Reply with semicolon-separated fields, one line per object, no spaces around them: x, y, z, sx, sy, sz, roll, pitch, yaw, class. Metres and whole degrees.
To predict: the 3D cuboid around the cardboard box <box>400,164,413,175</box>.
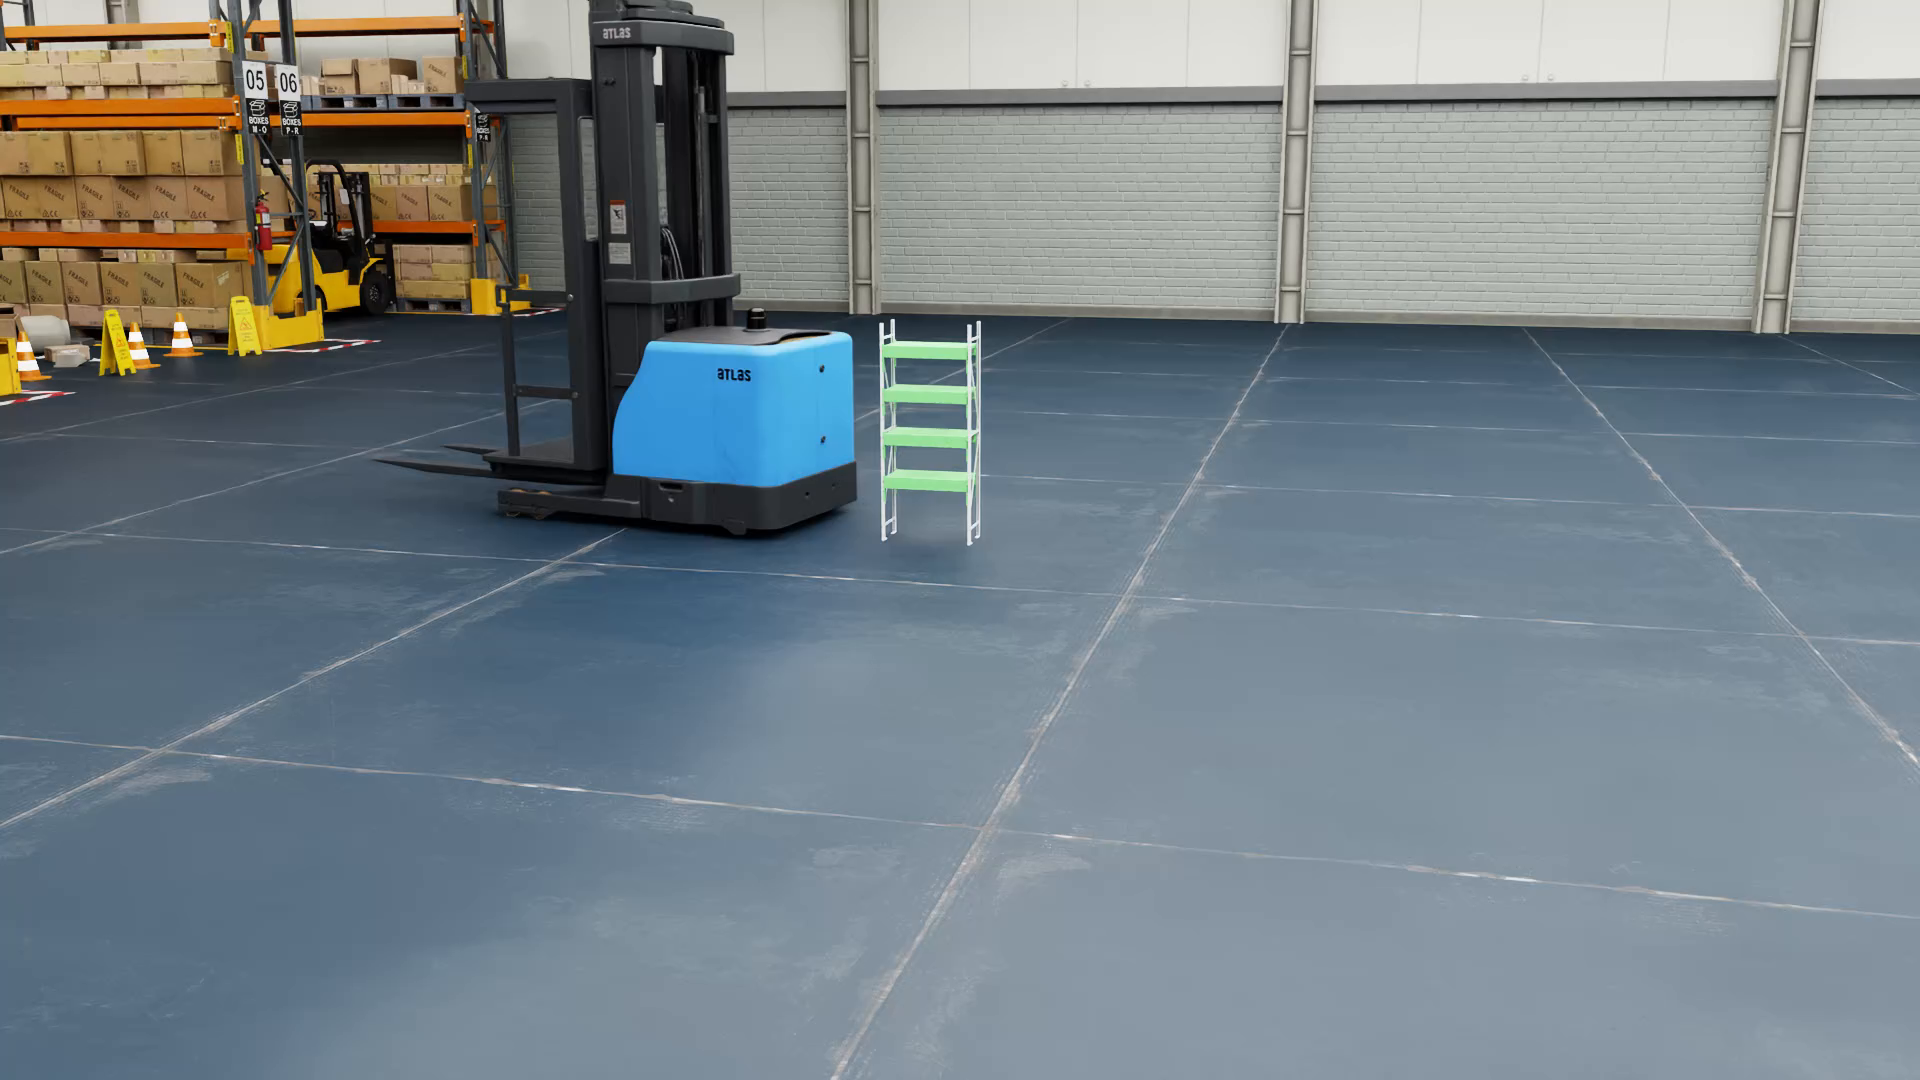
-7.855;-5.341;23.966;0.250;0.149;0.380;3;13;14;cardboard box

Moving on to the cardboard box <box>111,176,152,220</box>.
-9.474;-3.987;19.362;0.500;0.500;0.500;3;13;13;cardboard box

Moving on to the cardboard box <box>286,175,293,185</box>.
-9.630;-5.265;24.312;0.250;0.149;0.380;3;13;15;cardboard box

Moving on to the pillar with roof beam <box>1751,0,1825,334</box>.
9.258;-6.128;16.079;0.400;9.000;9.100;3;13;14;pillar with roof beam

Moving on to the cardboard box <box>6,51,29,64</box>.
-10.805;-5.581;19.276;0.250;0.149;0.380;3;13;13;cardboard box

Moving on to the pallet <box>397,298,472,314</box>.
-7.478;-3.483;24.444;1.213;0.211;1.003;3;13;14;pallet

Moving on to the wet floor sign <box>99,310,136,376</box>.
-8.497;-1.989;16.707;0.232;0.644;0.267;1;13;4;wet floor sign

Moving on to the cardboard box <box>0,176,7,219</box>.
-11.435;-4.089;19.823;0.500;0.500;0.500;3;13;13;cardboard box

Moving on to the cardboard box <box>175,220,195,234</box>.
-8.842;-3.629;19.244;0.250;0.149;0.380;3;13;13;cardboard box

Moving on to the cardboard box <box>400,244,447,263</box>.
-7.745;-4.148;24.073;0.500;0.250;0.500;3;13;15;cardboard box

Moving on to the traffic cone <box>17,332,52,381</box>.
-9.175;-1.811;16.327;0.334;0.463;0.336;3;13;14;traffic cone

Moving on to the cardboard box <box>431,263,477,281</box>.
-7.273;-3.879;24.019;0.500;0.250;0.500;3;13;13;cardboard box

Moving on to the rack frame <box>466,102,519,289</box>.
-6.726;-4.813;24.003;0.127;3.000;1.000;3;13;14;rack frame

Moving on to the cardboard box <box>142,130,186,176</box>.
-8.949;-4.460;19.184;0.500;0.500;0.700;3;13;14;cardboard box

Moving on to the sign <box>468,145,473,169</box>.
-6.869;-5.381;23.341;0.005;0.325;0.100;3;13;14;sign

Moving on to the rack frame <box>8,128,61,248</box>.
-14.493;-5.228;25.874;0.127;3.000;1.000;3;13;14;rack frame

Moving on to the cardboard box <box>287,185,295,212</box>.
-9.731;-4.968;24.470;0.500;0.500;0.500;3;13;15;cardboard box

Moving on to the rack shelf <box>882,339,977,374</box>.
-0.161;-1.001;9.052;0.480;0.148;0.258;3;13;14;rack shelf

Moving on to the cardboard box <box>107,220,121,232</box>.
-9.805;-3.704;19.585;0.250;0.149;0.380;3;13;14;cardboard box

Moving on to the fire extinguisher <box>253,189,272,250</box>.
-7.911;-3.629;18.842;0.183;0.674;0.296;3;13;14;fire extinguisher

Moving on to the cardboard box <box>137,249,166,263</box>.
-9.368;-3.320;19.422;0.250;0.149;0.380;3;13;14;cardboard box

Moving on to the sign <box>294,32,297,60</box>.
-7.782;-5.774;19.392;0.005;0.325;0.100;3;13;14;sign

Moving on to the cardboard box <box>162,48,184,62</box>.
-8.804;-5.487;18.851;0.250;0.149;0.380;3;13;13;cardboard box

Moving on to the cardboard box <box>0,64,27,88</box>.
-10.930;-5.408;19.418;0.500;0.250;0.500;3;13;13;cardboard box

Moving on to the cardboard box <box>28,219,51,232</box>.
-10.811;-3.741;19.748;0.250;0.149;0.380;3;13;15;cardboard box

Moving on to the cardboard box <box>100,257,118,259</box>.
-10.662;-3.205;20.403;0.500;0.500;0.500;3;13;15;cardboard box

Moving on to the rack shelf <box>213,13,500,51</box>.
-8.668;-7.299;23.942;4.000;0.370;1.077;3;13;14;rack shelf

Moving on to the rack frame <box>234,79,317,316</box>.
-7.911;-3.769;19.297;0.127;3.000;1.000;3;13;14;rack frame

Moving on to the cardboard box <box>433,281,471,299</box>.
-7.258;-3.634;24.066;0.500;0.250;0.500;3;13;14;cardboard box

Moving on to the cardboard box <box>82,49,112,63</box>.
-9.807;-5.528;19.039;0.250;0.149;0.380;3;13;15;cardboard box

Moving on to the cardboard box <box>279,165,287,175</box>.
-9.846;-5.447;24.443;0.250;0.149;0.380;3;13;12;cardboard box

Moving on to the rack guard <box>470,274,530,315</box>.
-6.702;-3.592;24.268;0.348;0.500;1.175;3;13;14;rack guard

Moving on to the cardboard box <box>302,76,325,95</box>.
-9.241;-6.533;23.937;0.258;0.266;0.396;3;13;12;cardboard box

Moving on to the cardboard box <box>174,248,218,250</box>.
-11.870;-4.133;25.450;0.625;0.625;0.875;3;13;13;cardboard box

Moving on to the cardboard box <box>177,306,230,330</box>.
-8.784;-2.618;19.489;0.500;0.250;0.500;3;13;13;cardboard box

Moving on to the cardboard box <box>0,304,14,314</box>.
-11.081;-2.416;18.963;0.500;0.500;0.500;-9;15;-35;cardboard box

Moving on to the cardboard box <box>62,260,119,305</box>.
-10.261;-3.066;19.773;0.500;0.500;0.500;4;13;16;cardboard box

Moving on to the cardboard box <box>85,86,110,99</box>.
-9.827;-5.141;19.135;0.250;0.149;0.380;3;13;13;cardboard box

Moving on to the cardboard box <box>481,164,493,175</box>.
-7.001;-5.386;24.171;0.250;0.149;0.380;3;13;12;cardboard box

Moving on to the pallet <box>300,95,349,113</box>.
-9.775;-6.403;24.448;1.213;0.211;1.003;3;13;14;pallet

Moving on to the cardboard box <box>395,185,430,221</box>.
-7.768;-4.861;23.988;0.500;0.500;0.500;3;13;15;cardboard box

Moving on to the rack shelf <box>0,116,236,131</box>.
-12.551;-6.238;25.159;4.000;0.370;1.077;3;13;14;rack shelf

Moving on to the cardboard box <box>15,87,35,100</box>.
-10.810;-5.214;19.466;0.250;0.149;0.380;3;13;15;cardboard box

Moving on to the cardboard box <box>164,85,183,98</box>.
-8.824;-5.098;18.939;0.250;0.149;0.380;3;13;15;cardboard box

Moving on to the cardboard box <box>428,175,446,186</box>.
-7.385;-5.145;23.769;0.250;0.149;0.380;3;13;14;cardboard box

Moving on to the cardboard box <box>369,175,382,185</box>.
-8.381;-5.199;24.014;0.250;0.149;0.380;3;13;14;cardboard box

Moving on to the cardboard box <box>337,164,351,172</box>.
-8.855;-5.393;24.202;0.250;0.149;0.380;3;13;14;cardboard box

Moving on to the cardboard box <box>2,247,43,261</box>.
-11.180;-3.416;19.854;0.250;0.149;0.380;3;13;14;cardboard box

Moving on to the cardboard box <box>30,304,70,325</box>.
-10.766;-2.727;19.977;0.500;0.250;0.500;4;13;17;cardboard box

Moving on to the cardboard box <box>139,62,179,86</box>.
-8.958;-5.305;18.952;0.500;0.250;0.500;3;13;13;cardboard box

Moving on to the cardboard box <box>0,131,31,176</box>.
-10.929;-4.559;19.633;0.500;0.500;0.700;3;13;14;cardboard box

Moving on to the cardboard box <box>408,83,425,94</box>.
-7.603;-6.388;23.555;0.250;0.149;0.380;3;13;12;cardboard box

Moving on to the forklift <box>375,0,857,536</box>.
-2.178;-1.648;9.894;3.031;2.935;1.130;6;14;24;forklift

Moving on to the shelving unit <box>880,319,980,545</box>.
-0.161;-0.594;9.143;0.503;1.200;0.258;3;13;14;shelving unit

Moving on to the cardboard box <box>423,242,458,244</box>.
-7.633;-4.254;24.552;0.500;0.250;0.500;3;13;14;cardboard box
